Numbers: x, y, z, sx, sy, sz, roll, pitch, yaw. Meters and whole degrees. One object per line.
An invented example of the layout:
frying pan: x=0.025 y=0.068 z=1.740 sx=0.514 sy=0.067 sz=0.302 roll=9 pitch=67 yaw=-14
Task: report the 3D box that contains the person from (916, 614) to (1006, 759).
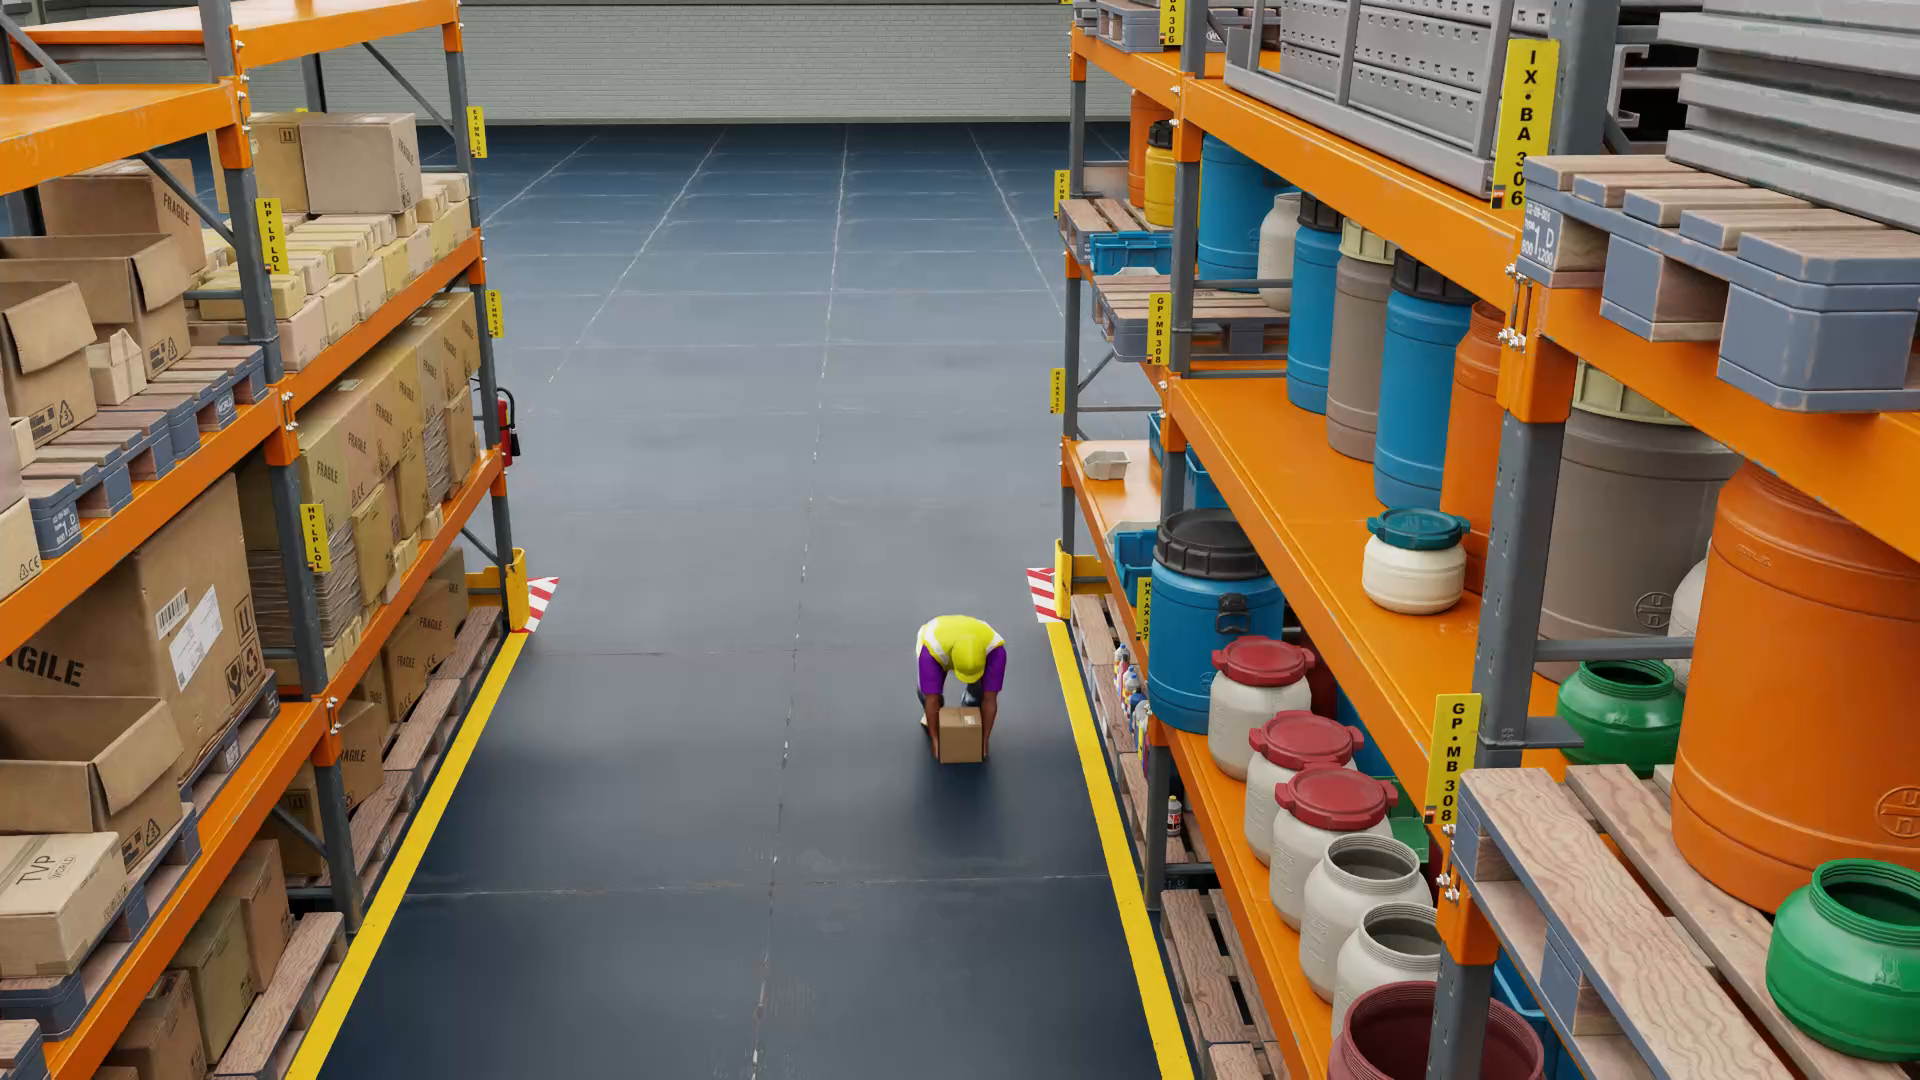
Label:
person: x=0.002 y=0.850 z=10.240 sx=0.541 sy=0.878 sz=0.937 roll=-1 pitch=20 yaw=-4
